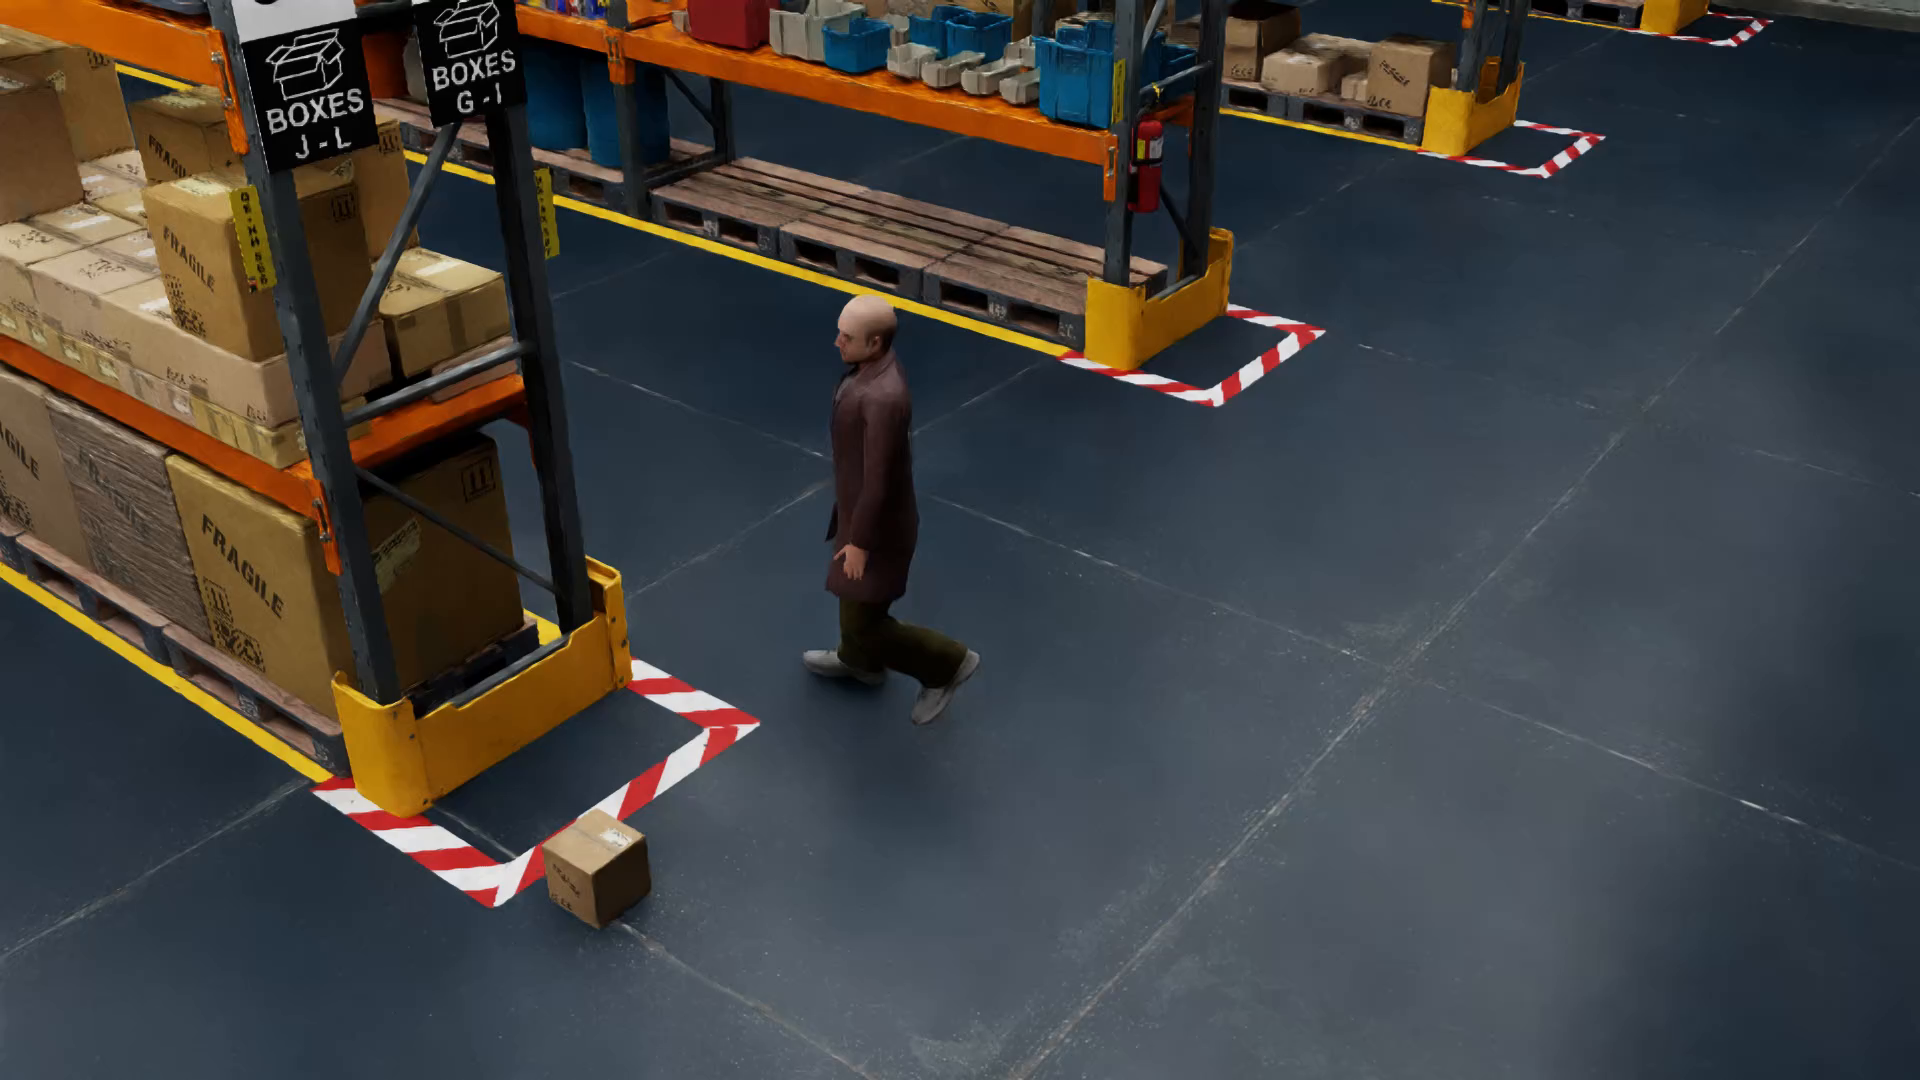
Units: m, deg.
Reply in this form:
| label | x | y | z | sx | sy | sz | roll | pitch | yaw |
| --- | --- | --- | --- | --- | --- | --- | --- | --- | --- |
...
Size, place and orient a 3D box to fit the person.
| label | x | y | z | sx | sy | sz | roll | pitch | yaw |
| --- | --- | --- | --- | --- | --- | --- | --- | --- | --- |
| person | -0.278 | -0.100 | 6.278 | 0.679 | 1.771 | 0.700 | -4 | 31 | -7 |
